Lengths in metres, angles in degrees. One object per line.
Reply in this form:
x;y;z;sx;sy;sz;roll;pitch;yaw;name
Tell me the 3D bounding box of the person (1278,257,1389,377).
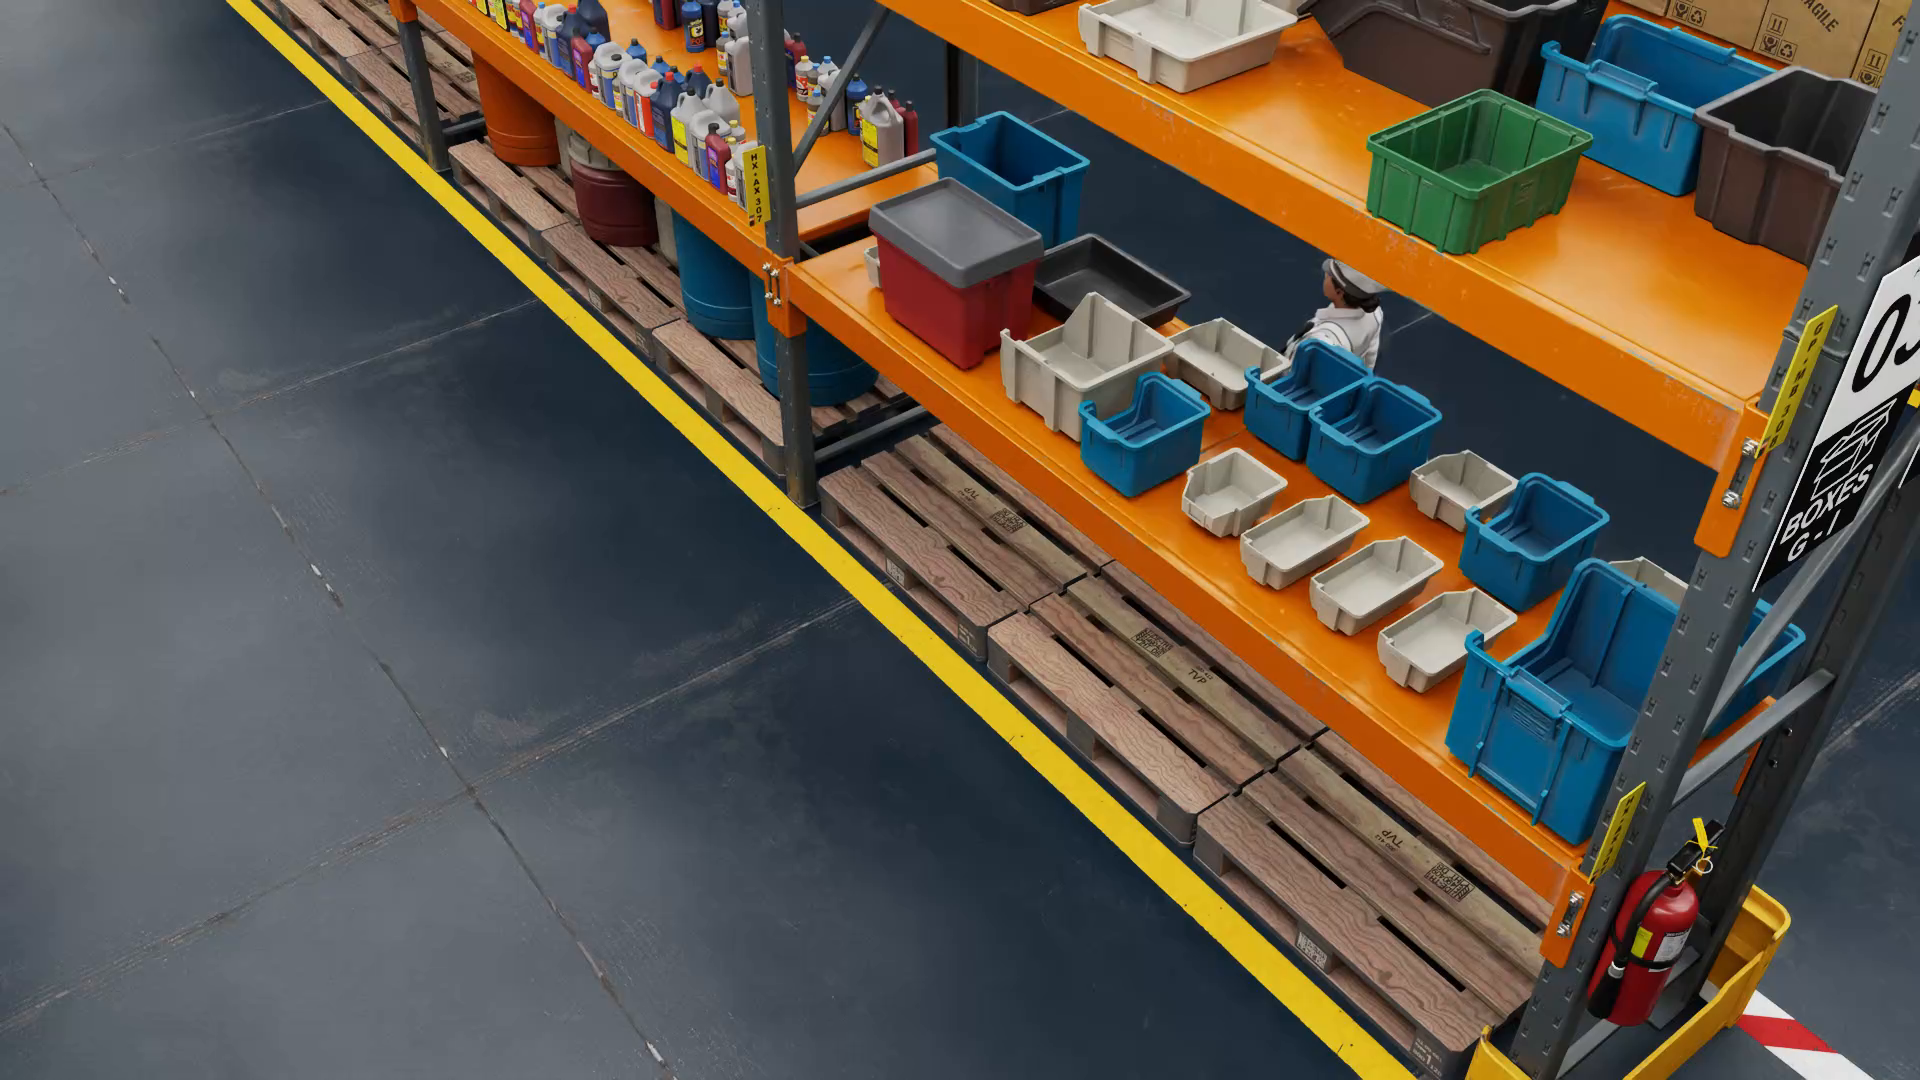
1.433;-0.469;6.678;0.911;1.649;0.481;22;45;24;person
